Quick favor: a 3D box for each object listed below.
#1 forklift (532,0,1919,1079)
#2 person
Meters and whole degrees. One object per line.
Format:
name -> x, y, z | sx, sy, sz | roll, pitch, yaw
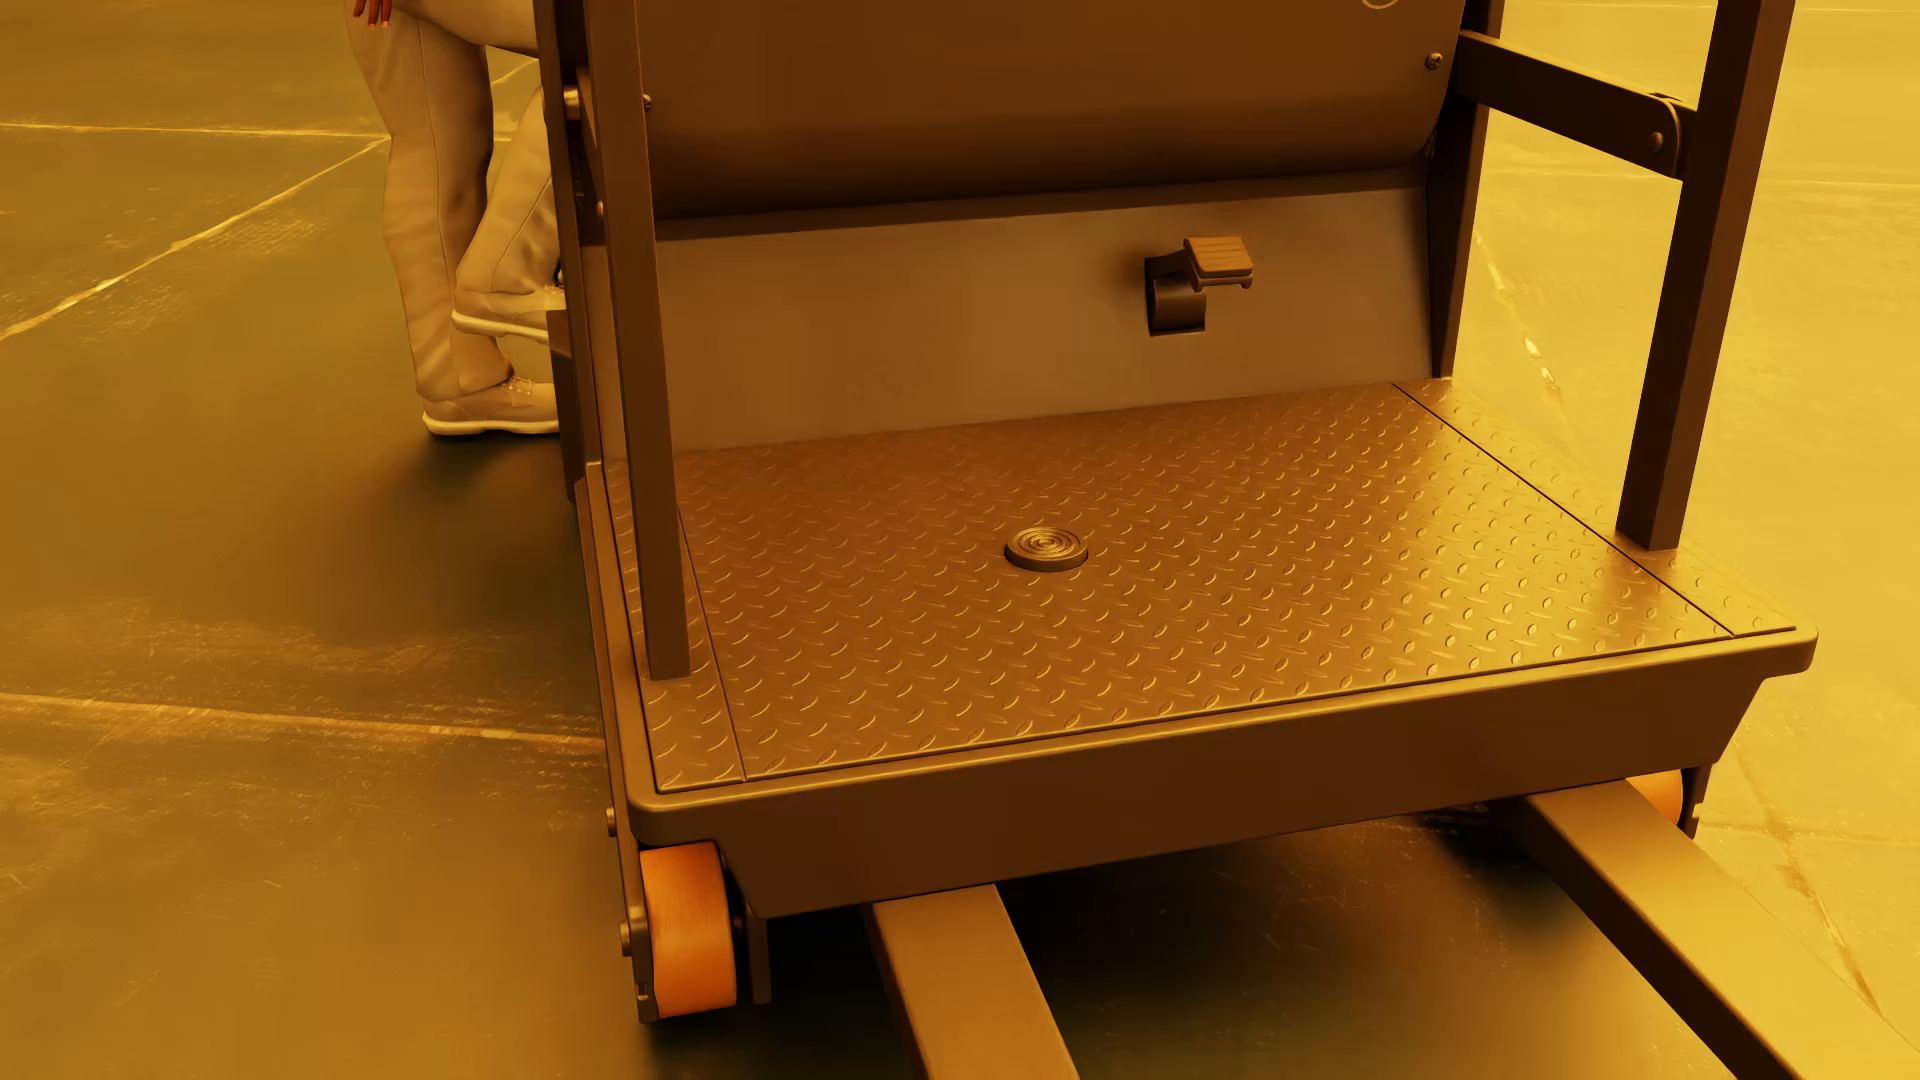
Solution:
forklift -> 0.153, -1.049, 1.319 | 1.130, 2.935, 3.031 | -7, 27, -13
person -> -0.729, -0.936, 2.475 | 0.567, 1.685, 0.573 | -3, 27, -6
